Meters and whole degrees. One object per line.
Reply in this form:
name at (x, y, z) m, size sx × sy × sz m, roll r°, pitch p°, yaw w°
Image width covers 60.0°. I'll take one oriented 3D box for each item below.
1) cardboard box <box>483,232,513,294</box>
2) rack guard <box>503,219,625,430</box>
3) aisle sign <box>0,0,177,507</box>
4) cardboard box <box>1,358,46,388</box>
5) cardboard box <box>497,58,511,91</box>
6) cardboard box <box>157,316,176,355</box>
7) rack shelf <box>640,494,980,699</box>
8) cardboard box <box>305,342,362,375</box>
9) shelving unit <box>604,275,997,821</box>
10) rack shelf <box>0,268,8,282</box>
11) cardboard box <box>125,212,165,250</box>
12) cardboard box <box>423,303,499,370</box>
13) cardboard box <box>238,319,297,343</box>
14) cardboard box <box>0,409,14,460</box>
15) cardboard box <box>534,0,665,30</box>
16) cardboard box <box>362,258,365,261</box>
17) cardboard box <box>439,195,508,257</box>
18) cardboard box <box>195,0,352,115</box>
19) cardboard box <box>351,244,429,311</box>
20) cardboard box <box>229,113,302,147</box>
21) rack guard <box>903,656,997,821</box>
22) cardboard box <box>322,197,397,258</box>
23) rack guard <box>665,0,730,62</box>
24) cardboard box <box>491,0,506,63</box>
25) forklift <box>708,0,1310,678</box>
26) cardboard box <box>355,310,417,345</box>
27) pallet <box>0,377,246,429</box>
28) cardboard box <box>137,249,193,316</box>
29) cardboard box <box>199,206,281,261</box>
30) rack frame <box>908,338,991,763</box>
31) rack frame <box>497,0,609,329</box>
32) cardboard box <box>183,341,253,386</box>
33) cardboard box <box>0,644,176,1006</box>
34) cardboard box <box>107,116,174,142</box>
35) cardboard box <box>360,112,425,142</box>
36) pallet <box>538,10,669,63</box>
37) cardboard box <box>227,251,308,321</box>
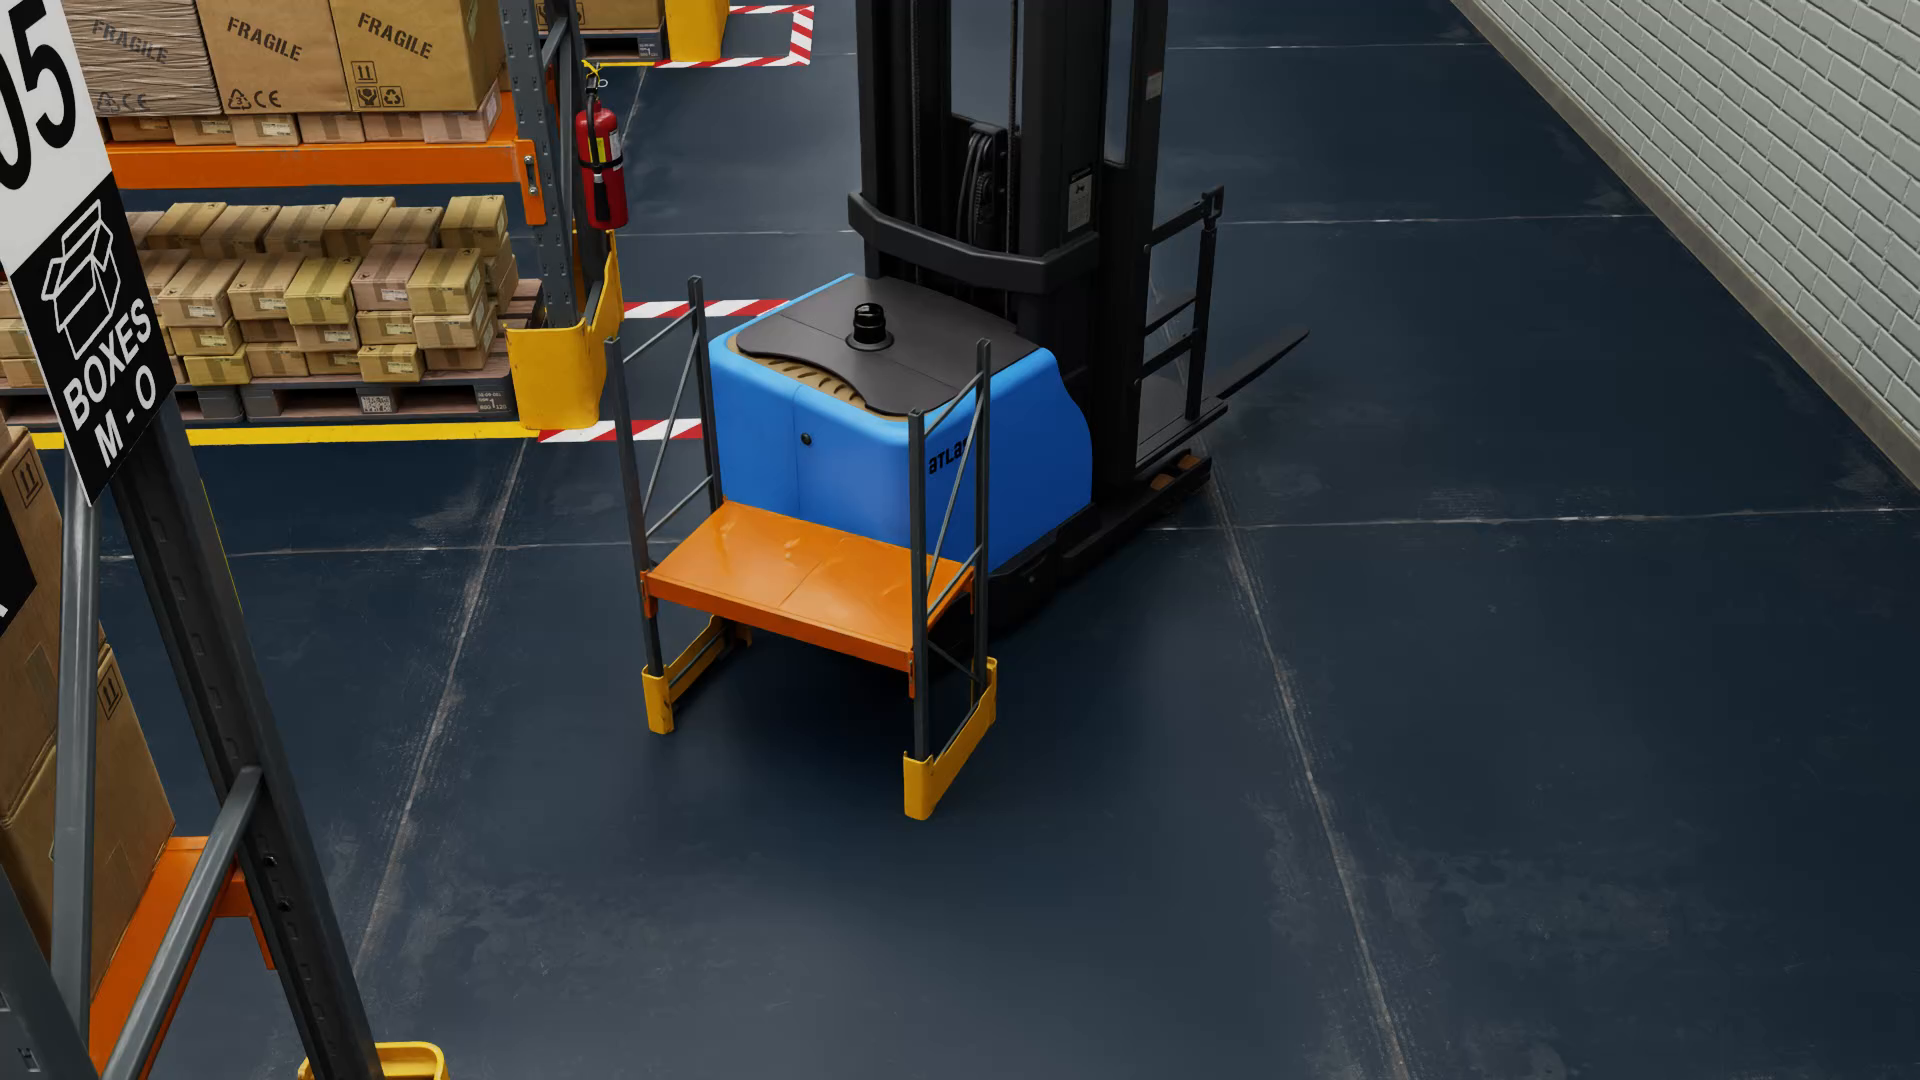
cardboard box at (-2.297, -1.318, 7.893) m, size 0.250 × 0.149 × 0.380 m, roll 0°, pitch 35°, yaw 0°
rack guard at (-1.837, -1.033, 7.804) m, size 0.348 × 0.500 × 1.175 m, roll -2°, pitch 35°, yaw -2°
aisle sign at (-1.368, -0.488, 2.534) m, size 0.004 × 0.787 × 0.394 m, roll -2°, pitch 35°, yaw -2°
cardboard box at (-4.084, -0.841, 7.465) m, size 0.250 × 0.149 × 0.380 m, roll -2°, pitch 35°, yaw -4°
cardboard box at (-2.100, -2.137, 7.423) m, size 0.250 × 0.149 × 0.380 m, roll -2°, pitch 35°, yaw -3°
cardboard box at (-3.567, -0.977, 7.400) m, size 0.250 × 0.149 × 0.380 m, roll 0°, pitch 35°, yaw 0°
rack shelf at (-0.487, 0.168, 5.505) m, size 1.000 × 0.185 × 0.538 m, roll 15°, pitch 37°, yaw 20°
cardboard box at (-2.797, -0.908, 7.562) m, size 0.250 × 0.149 × 0.380 m, roll -2°, pitch 35°, yaw -2°
shelving unit at (-0.478, 0.022, 5.400) m, size 1.083 × 1.500 × 0.587 m, roll 15°, pitch 37°, yaw 20°
rack shelf at (-3.424, -0.136, 2.307) m, size 4.000 × 0.370 × 1.077 m, roll -2°, pitch 35°, yaw -2°
cardboard box at (-3.861, -1.379, 7.720) m, size 0.250 × 0.149 × 0.380 m, roll -1°, pitch 35°, yaw -2°
cardboard box at (-2.277, -0.931, 7.595) m, size 0.250 × 0.149 × 0.380 m, roll -1°, pitch 35°, yaw -1°
cardboard box at (-3.067, -1.046, 7.500) m, size 0.250 × 0.149 × 0.380 m, roll -2°, pitch 35°, yaw -3°
cardboard box at (-1.794, -0.119, 2.749) m, size 0.250 × 0.149 × 0.380 m, roll -1°, pitch 35°, yaw -1°
cardboard box at (-2.530, -4.121, 11.568) m, size 0.875 × 0.875 × 0.875 m, roll -2°, pitch 35°, yaw -2°
cardboard box at (-2.813, -1.285, 7.846) m, size 0.250 × 0.149 × 0.380 m, roll -1°, pitch 35°, yaw -2°
cardboard box at (-2.301, -1.487, 7.876) m, size 0.250 × 0.149 × 0.380 m, roll -3°, pitch 35°, yaw -4°
cardboard box at (-2.713, -2.057, 6.737) m, size 0.500 × 0.500 × 0.500 m, roll -2°, pitch 35°, yaw -3°
cardboard box at (-2.532, -1.176, 7.426) m, size 0.250 × 0.149 × 0.380 m, roll -1°, pitch 35°, yaw -1°
cardboard box at (-2.827, -1.769, 6.892) m, size 0.250 × 0.149 × 0.380 m, roll -1°, pitch 35°, yaw -1°
rack guard at (-0.027, 0.656, 5.582) m, size 0.087 × 0.250 × 0.587 m, roll 15°, pitch 37°, yaw 20°
cardboard box at (-2.828, -1.477, 7.862) m, size 0.250 × 0.149 × 0.380 m, roll -2°, pitch 35°, yaw -2°
rack guard at (-1.871, -3.858, 11.885) m, size 0.348 × 0.500 × 1.175 m, roll -2°, pitch 35°, yaw -2°
cardboard box at (-2.223, -2.371, 7.191) m, size 0.500 × 0.500 × 0.500 m, roll 0°, pitch 35°, yaw 0°
forklift at (0.408, -1.479, 6.311) m, size 1.130 × 2.935 × 3.031 m, roll 26°, pitch 42°, yaw 32°
cardboard box at (-2.538, -1.033, 7.481) m, size 0.250 × 0.149 × 0.380 m, roll -2°, pitch 35°, yaw -3°
pallet at (-3.866, -0.881, 7.838) m, size 1.213 × 0.211 × 1.003 m, roll -2°, pitch 35°, yaw -2°
cardboard box at (-3.580, -1.143, 7.378) m, size 0.250 × 0.149 × 0.380 m, roll -3°, pitch 35°, yaw -4°
cardboard box at (-3.349, -1.421, 7.781) m, size 0.250 × 0.149 × 0.380 m, roll 0°, pitch 35°, yaw 0°
rack frame at (-0.026, 0.142, 5.226) m, size 0.032 × 1.500 × 0.500 m, roll 15°, pitch 37°, yaw 20°
rack frame at (-1.761, -2.063, 7.095) m, size 0.127 × 3.000 × 1.000 m, roll -2°, pitch 35°, yaw -2°
cardboard box at (-3.295, -0.851, 7.481) m, size 0.250 × 0.149 × 0.380 m, roll -3°, pitch 35°, yaw -4°
cardboard box at (-1.919, 0.557, 3.222) m, size 0.500 × 0.500 × 0.500 m, roll -2°, pitch 35°, yaw -3°
cardboard box at (-3.364, -1.806, 6.944) m, size 0.250 × 0.149 × 0.380 m, roll -3°, pitch 35°, yaw -4°
cardboard box at (-2.324, -1.805, 6.943) m, size 0.250 × 0.149 × 0.380 m, roll -2°, pitch 35°, yaw -2°
pallet at (-2.690, -3.672, 11.871) m, size 1.213 × 0.211 × 1.003 m, roll -2°, pitch 35°, yaw -2°
cardboard box at (-3.046, -1.125, 7.354) m, size 0.250 × 0.149 × 0.380 m, roll -3°, pitch 35°, yaw -4°
